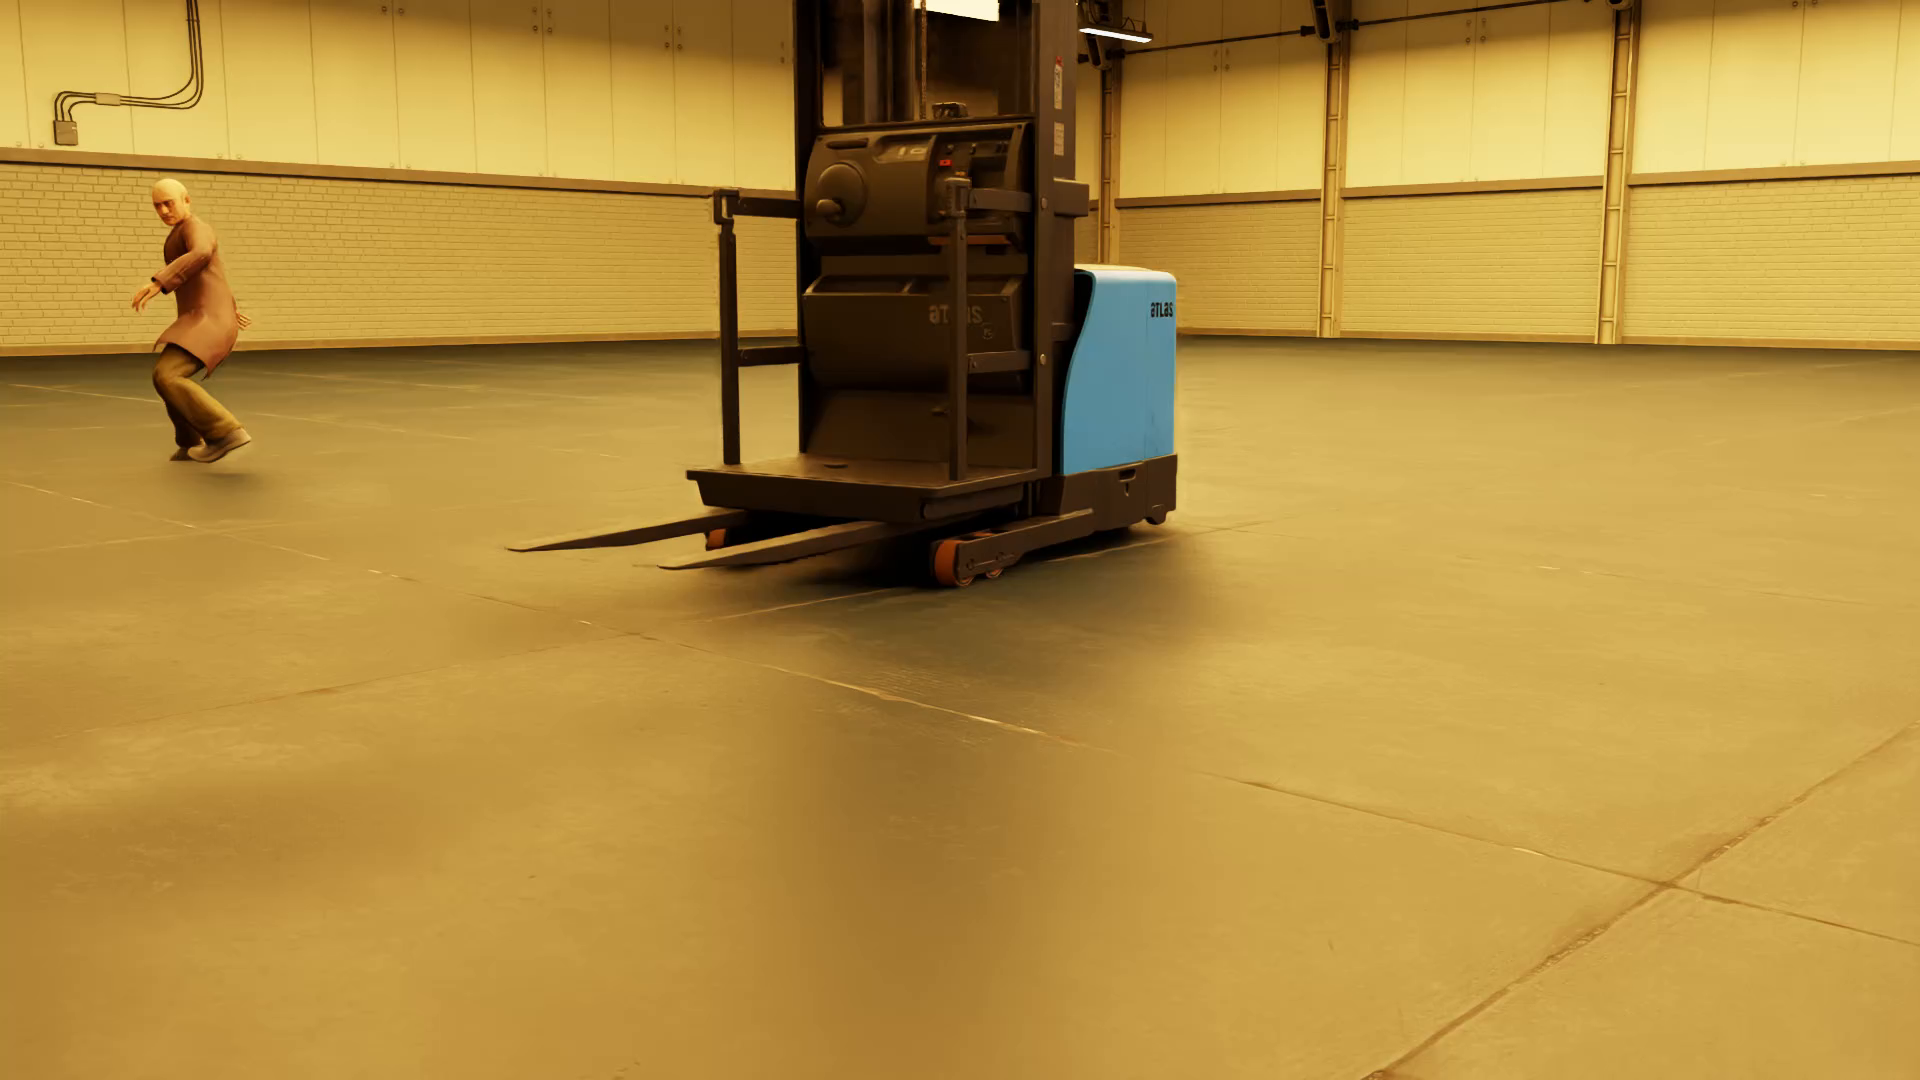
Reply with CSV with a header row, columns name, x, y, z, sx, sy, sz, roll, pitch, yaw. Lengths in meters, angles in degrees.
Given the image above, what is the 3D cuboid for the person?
name,x,y,z,sx,sy,sz,roll,pitch,yaw
person,-4.361,-1.190,9.482,0.560,1.690,1.219,-3,9,-17

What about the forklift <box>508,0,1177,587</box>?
name,x,y,z,sx,sy,sz,roll,pitch,yaw
forklift,-0.286,-1.367,5.952,1.130,2.935,3.031,5,10,32
